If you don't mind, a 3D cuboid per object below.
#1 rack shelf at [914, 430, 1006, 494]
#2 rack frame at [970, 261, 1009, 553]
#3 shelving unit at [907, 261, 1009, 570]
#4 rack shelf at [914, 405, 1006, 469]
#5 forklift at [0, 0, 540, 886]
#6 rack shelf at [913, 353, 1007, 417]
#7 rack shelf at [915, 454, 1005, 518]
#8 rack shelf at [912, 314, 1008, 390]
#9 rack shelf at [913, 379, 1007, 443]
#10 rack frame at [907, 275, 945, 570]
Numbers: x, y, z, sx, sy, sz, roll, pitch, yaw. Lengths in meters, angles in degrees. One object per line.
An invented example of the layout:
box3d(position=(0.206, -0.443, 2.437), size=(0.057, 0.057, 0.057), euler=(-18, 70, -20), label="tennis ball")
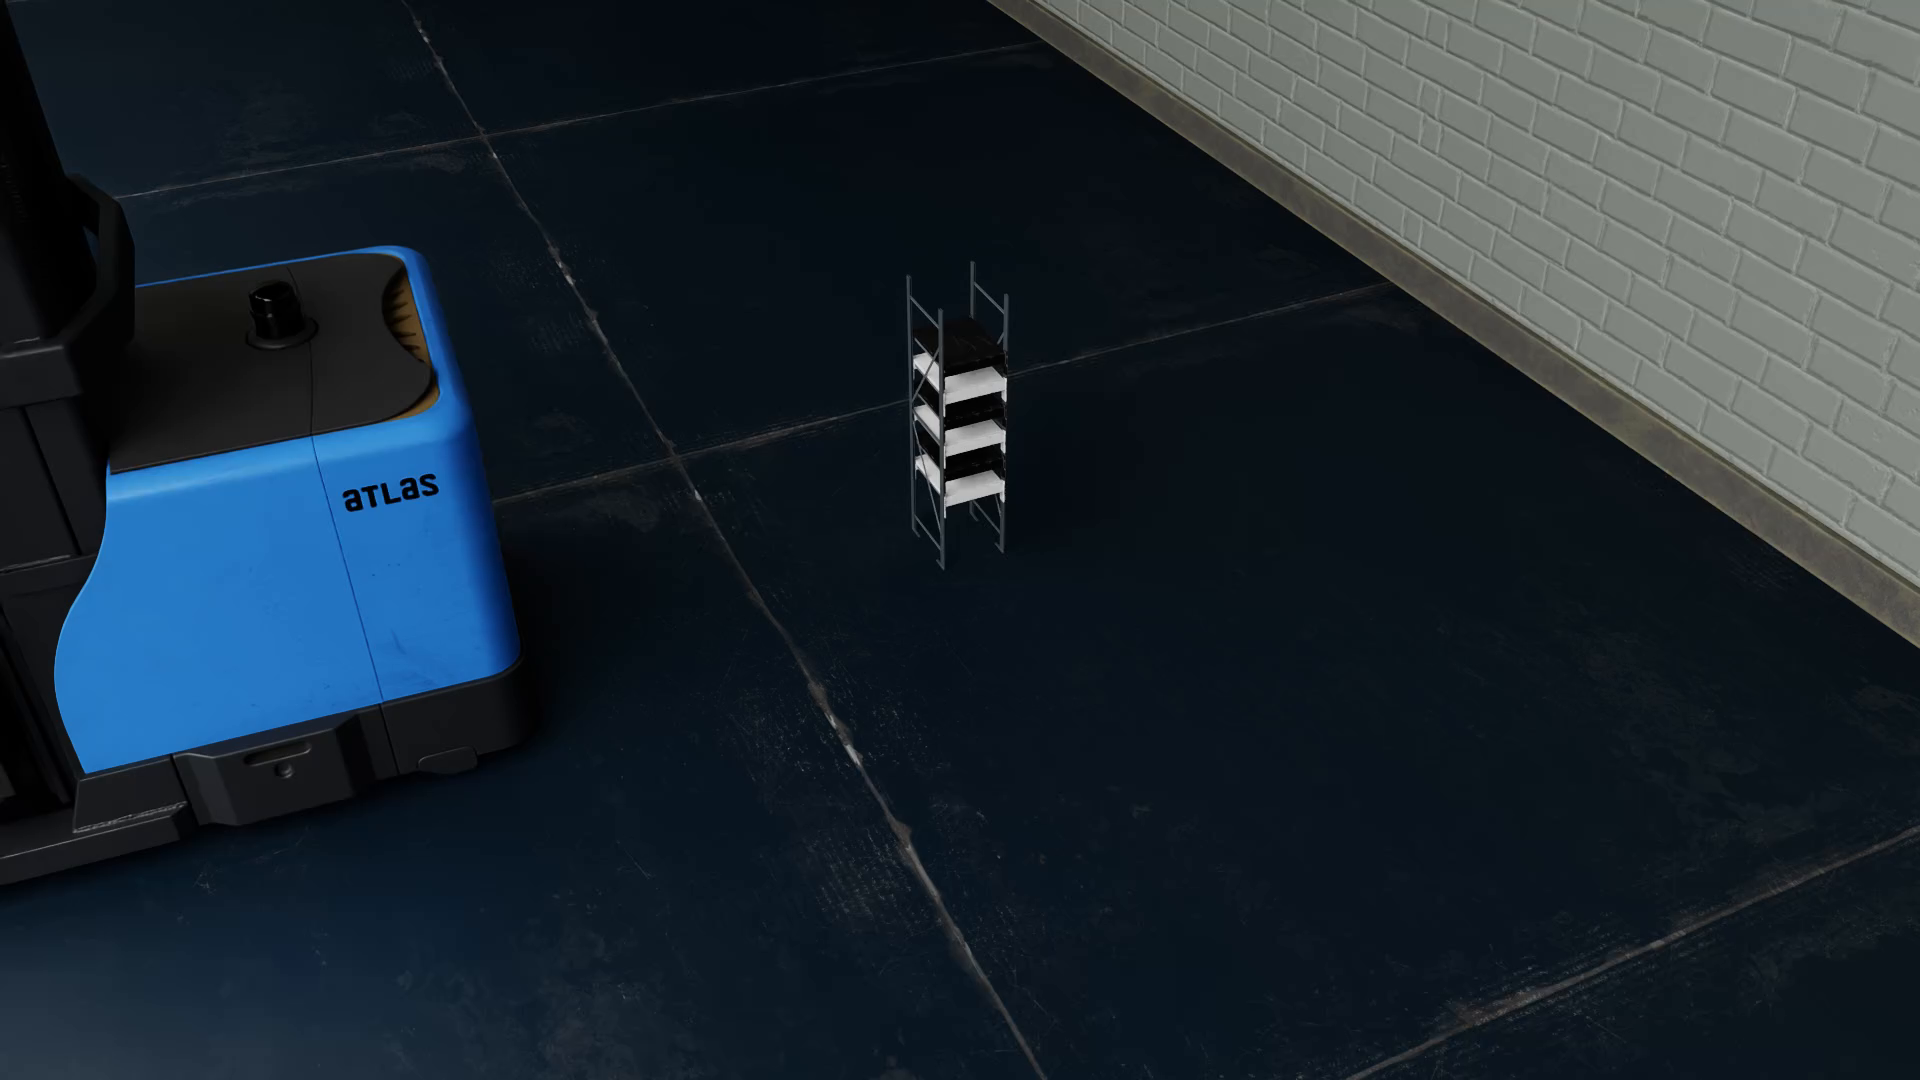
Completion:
box3d(position=(-0.007, -0.260, 5.053), size=(0.200, 0.077, 0.258), euler=(-16, 39, -20), label="rack shelf")
box3d(position=(0.085, -0.385, 5.014), size=(0.006, 0.900, 0.240), euler=(-16, 39, -20), label="rack frame")
box3d(position=(-0.007, -0.359, 4.979), size=(0.210, 0.900, 0.258), euler=(-16, 39, -20), label="shelving unit")
box3d(position=(-0.007, -0.333, 4.999), size=(0.200, 0.077, 0.258), euler=(-16, 39, -20), label="rack shelf")
box3d(position=(-2.700, -0.551, 3.533), size=(3.031, 2.935, 1.130), euler=(-13, 39, -17), label="forklift")
box3d(position=(-0.007, -0.477, 4.892), size=(0.200, 0.077, 0.258), euler=(-16, 39, -20), label="rack shelf")
box3d(position=(-0.007, -0.188, 5.106), size=(0.200, 0.077, 0.258), euler=(-16, 39, -20), label="rack shelf")
box3d(position=(-0.007, -0.549, 4.838), size=(0.200, 0.077, 0.258), euler=(-16, 39, -20), label="rack shelf")
box3d(position=(-0.007, -0.405, 4.945), size=(0.200, 0.077, 0.258), euler=(-16, 39, -20), label="rack shelf")
box3d(position=(-0.099, -0.334, 4.944), size=(0.006, 0.900, 0.240), euler=(-16, 39, -20), label="rack frame")
